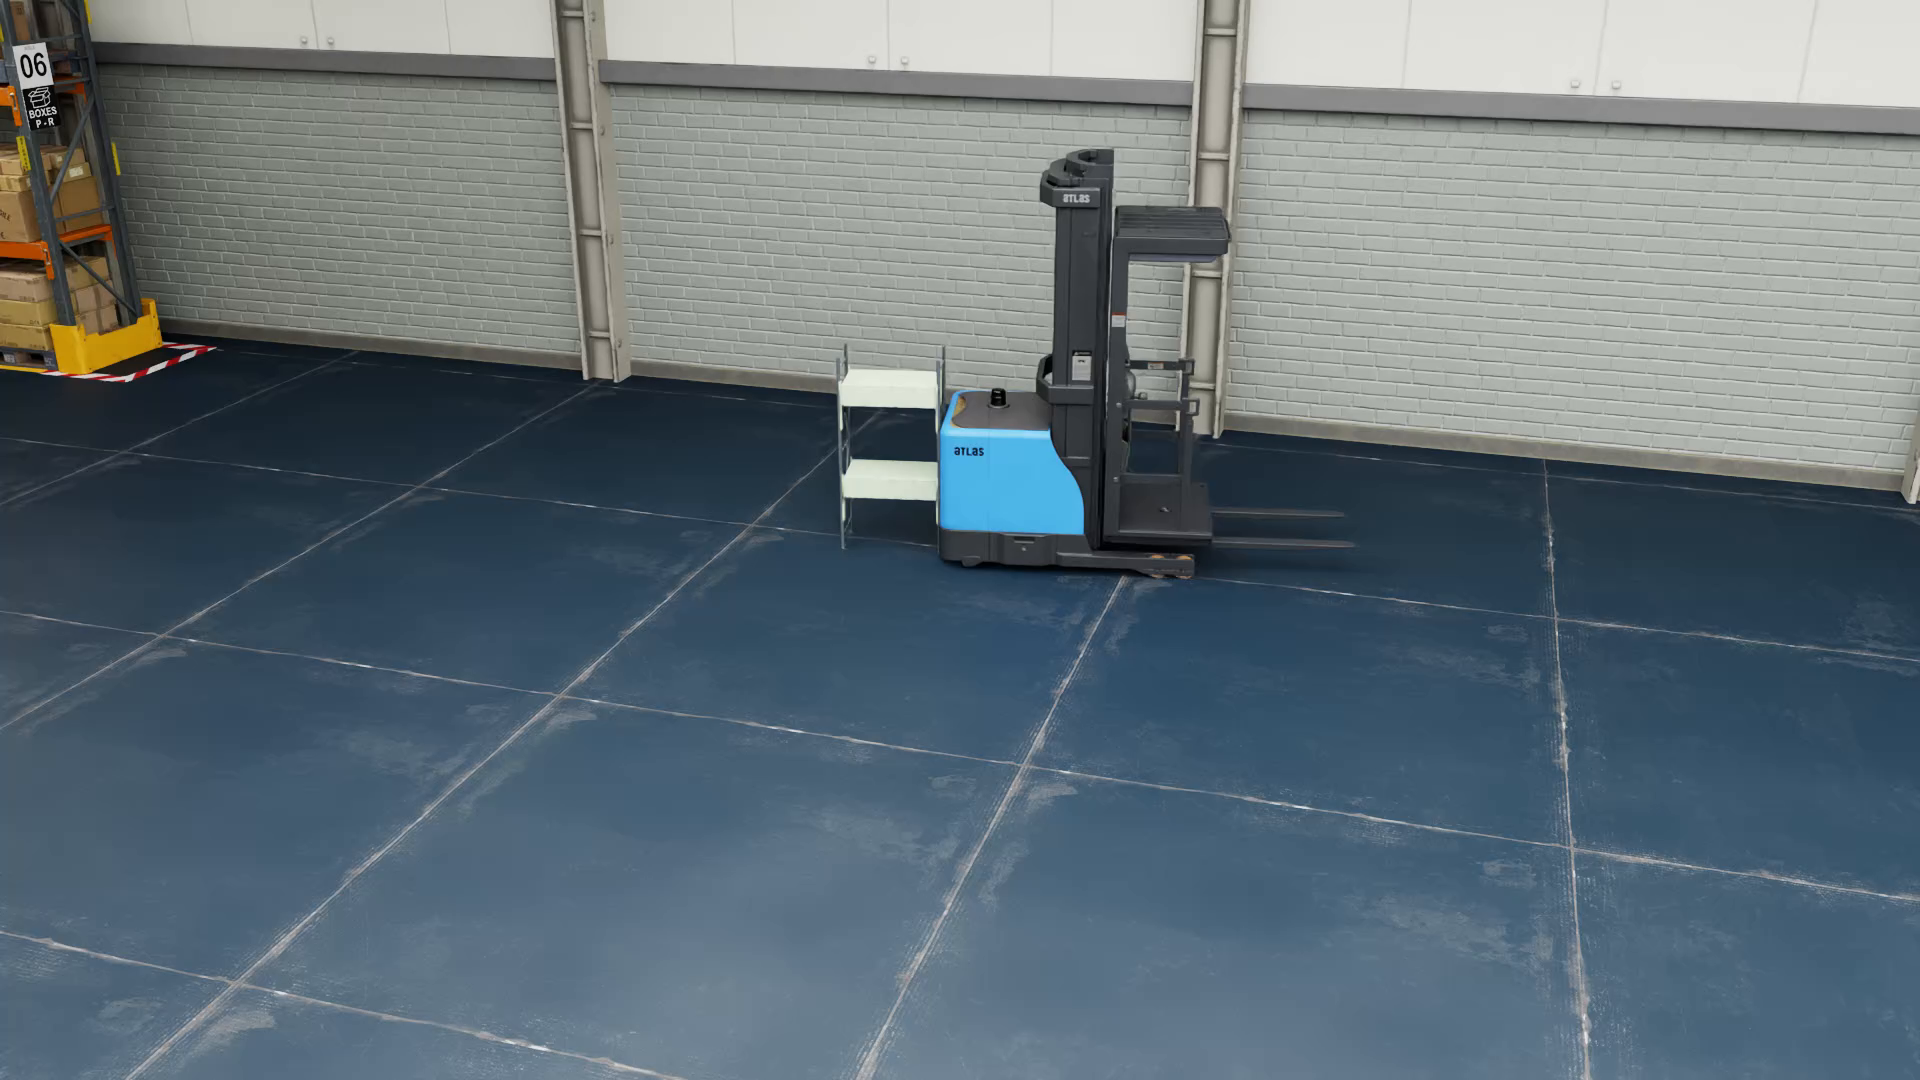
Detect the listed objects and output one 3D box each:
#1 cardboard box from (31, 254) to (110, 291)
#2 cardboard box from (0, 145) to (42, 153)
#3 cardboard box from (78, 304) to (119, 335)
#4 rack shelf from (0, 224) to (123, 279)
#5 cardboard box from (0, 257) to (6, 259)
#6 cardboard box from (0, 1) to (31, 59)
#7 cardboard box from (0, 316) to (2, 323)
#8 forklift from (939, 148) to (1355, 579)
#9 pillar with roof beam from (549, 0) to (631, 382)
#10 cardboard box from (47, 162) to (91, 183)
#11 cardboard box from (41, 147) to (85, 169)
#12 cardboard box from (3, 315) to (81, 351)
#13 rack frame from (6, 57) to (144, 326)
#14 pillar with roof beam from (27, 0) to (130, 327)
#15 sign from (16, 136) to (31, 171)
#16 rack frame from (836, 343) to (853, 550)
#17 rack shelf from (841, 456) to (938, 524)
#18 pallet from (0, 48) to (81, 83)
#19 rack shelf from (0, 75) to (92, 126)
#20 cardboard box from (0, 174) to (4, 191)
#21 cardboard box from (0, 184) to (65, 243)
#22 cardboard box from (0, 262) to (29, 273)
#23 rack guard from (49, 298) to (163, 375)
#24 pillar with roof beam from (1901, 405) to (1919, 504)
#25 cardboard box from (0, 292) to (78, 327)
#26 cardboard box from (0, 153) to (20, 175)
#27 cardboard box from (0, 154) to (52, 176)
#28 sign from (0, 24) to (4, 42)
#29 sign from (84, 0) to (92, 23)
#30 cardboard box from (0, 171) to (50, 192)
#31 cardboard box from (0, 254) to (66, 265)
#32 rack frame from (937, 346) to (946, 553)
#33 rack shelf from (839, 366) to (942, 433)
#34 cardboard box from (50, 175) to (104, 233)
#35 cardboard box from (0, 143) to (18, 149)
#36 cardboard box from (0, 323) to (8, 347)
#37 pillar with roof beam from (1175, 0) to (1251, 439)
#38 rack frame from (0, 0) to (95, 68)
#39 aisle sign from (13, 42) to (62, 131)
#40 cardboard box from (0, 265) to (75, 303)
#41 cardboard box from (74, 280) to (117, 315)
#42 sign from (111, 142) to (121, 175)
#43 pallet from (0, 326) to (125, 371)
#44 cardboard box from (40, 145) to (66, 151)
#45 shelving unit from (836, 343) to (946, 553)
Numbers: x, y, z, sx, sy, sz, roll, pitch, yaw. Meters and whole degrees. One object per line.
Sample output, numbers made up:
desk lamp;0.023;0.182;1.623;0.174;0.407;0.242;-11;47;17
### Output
cardboard box;-9.300;-2.798;17.392;0.500;0.250;0.500;6;23;15
cardboard box;-9.652;-3.955;17.081;0.250;0.149;0.380;7;23;17
cardboard box;-9.308;-2.339;17.590;0.500;0.250;0.500;7;23;16
rack shelf;-10.809;-3.178;17.514;4.000;0.370;1.077;7;23;16
cardboard box;-10.255;-2.910;17.665;0.500;0.250;0.500;6;23;15
cardboard box;-9.388;-4.927;16.059;0.500;0.500;0.500;7;23;17
cardboard box;-9.928;-2.444;17.187;0.500;0.250;0.500;6;23;15
forklift;1.393;-1.284;12.039;3.031;2.935;1.130;2;22;5
pillar with roof beam;-4.800;-4.250;11.272;0.400;9.000;9.100;7;23;16
cardboard box;-9.144;-3.770;17.022;0.250;0.149;0.380;6;23;14
cardboard box;-9.154;-3.890;16.924;0.250;0.149;0.380;6;23;14
cardboard box;-9.435;-2.151;17.131;0.500;0.250;0.500;7;23;16
rack frame;-8.894;-3.292;16.843;0.127;3.000;1.000;7;23;16
pillar with roof beam;-10.544;-4.907;12.876;0.400;9.000;9.100;7;23;16
sign;-9.064;-3.742;16.102;0.005;0.325;0.100;7;23;16
rack frame;-0.868;-0.696;12.491;0.023;1.500;0.400;2;22;5
rack shelf;-0.503;-0.381;12.583;0.720;0.370;0.431;2;22;5
pallet;-9.564;-4.726;16.503;1.213;0.211;1.003;7;23;16
rack shelf;-10.809;-4.566;16.945;4.000;0.370;1.077;7;23;16
cardboard box;-9.560;-3.592;16.588;0.250;0.149;0.380;7;23;16
cardboard box;-9.441;-3.297;16.723;0.500;0.500;0.500;6;23;14
cardboard box;-9.916;-2.668;17.074;0.500;0.250;0.500;7;23;16
rack guard;-8.871;-2.133;17.311;0.348;0.500;1.175;7;23;16
pillar with roof beam;6.689;-2.934;8.065;0.400;9.000;9.100;7;23;16
cardboard box;-9.451;-2.385;17.044;0.500;0.250;0.500;6;23;15
cardboard box;-9.543;-3.754;16.592;0.250;0.149;0.380;7;23;16
cardboard box;-9.298;-3.739;16.554;0.250;0.149;0.380;7;23;16
sign;-9.064;-4.857;15.644;0.005;0.325;0.100;7;23;16
sign;-8.728;-5.322;16.583;0.005;0.325;0.100;7;23;16
cardboard box;-9.307;-3.575;16.546;0.250;0.149;0.380;7;23;16
cardboard box;-9.779;-2.852;17.522;0.500;0.250;0.500;7;23;16
rack frame;-0.139;-0.670;12.427;0.023;1.500;0.400;2;22;5
rack shelf;-0.503;-1.044;12.311;0.720;0.370;0.431;2;22;5
cardboard box;-9.288;-3.494;17.203;0.500;0.500;0.500;7;23;17
cardboard box;-9.884;-3.988;17.161;0.250;0.149;0.380;7;23;16
cardboard box;-9.909;-2.209;17.272;0.500;0.250;0.500;7;23;15
pillar with roof beam;0.944;-3.592;9.669;0.400;9.000;9.100;7;23;16
rack frame;-8.894;-6.068;15.705;0.127;3.000;1.000;7;23;16
aisle sign;-8.916;-4.381;16.072;0.004;0.787;0.394;7;23;16
cardboard box;-9.425;-2.614;16.942;0.500;0.250;0.500;7;23;17
cardboard box;-9.284;-2.573;17.500;0.500;0.250;0.500;7;23;16
sign;-8.728;-3.930;17.154;0.005;0.325;0.100;7;23;16
pallet;-9.638;-2.071;17.540;1.213;0.211;1.003;7;23;16
cardboard box;-9.391;-3.942;17.050;0.250;0.149;0.380;7;23;17
shelving unit;-0.503;-0.683;12.459;0.755;1.500;0.431;2;22;5
